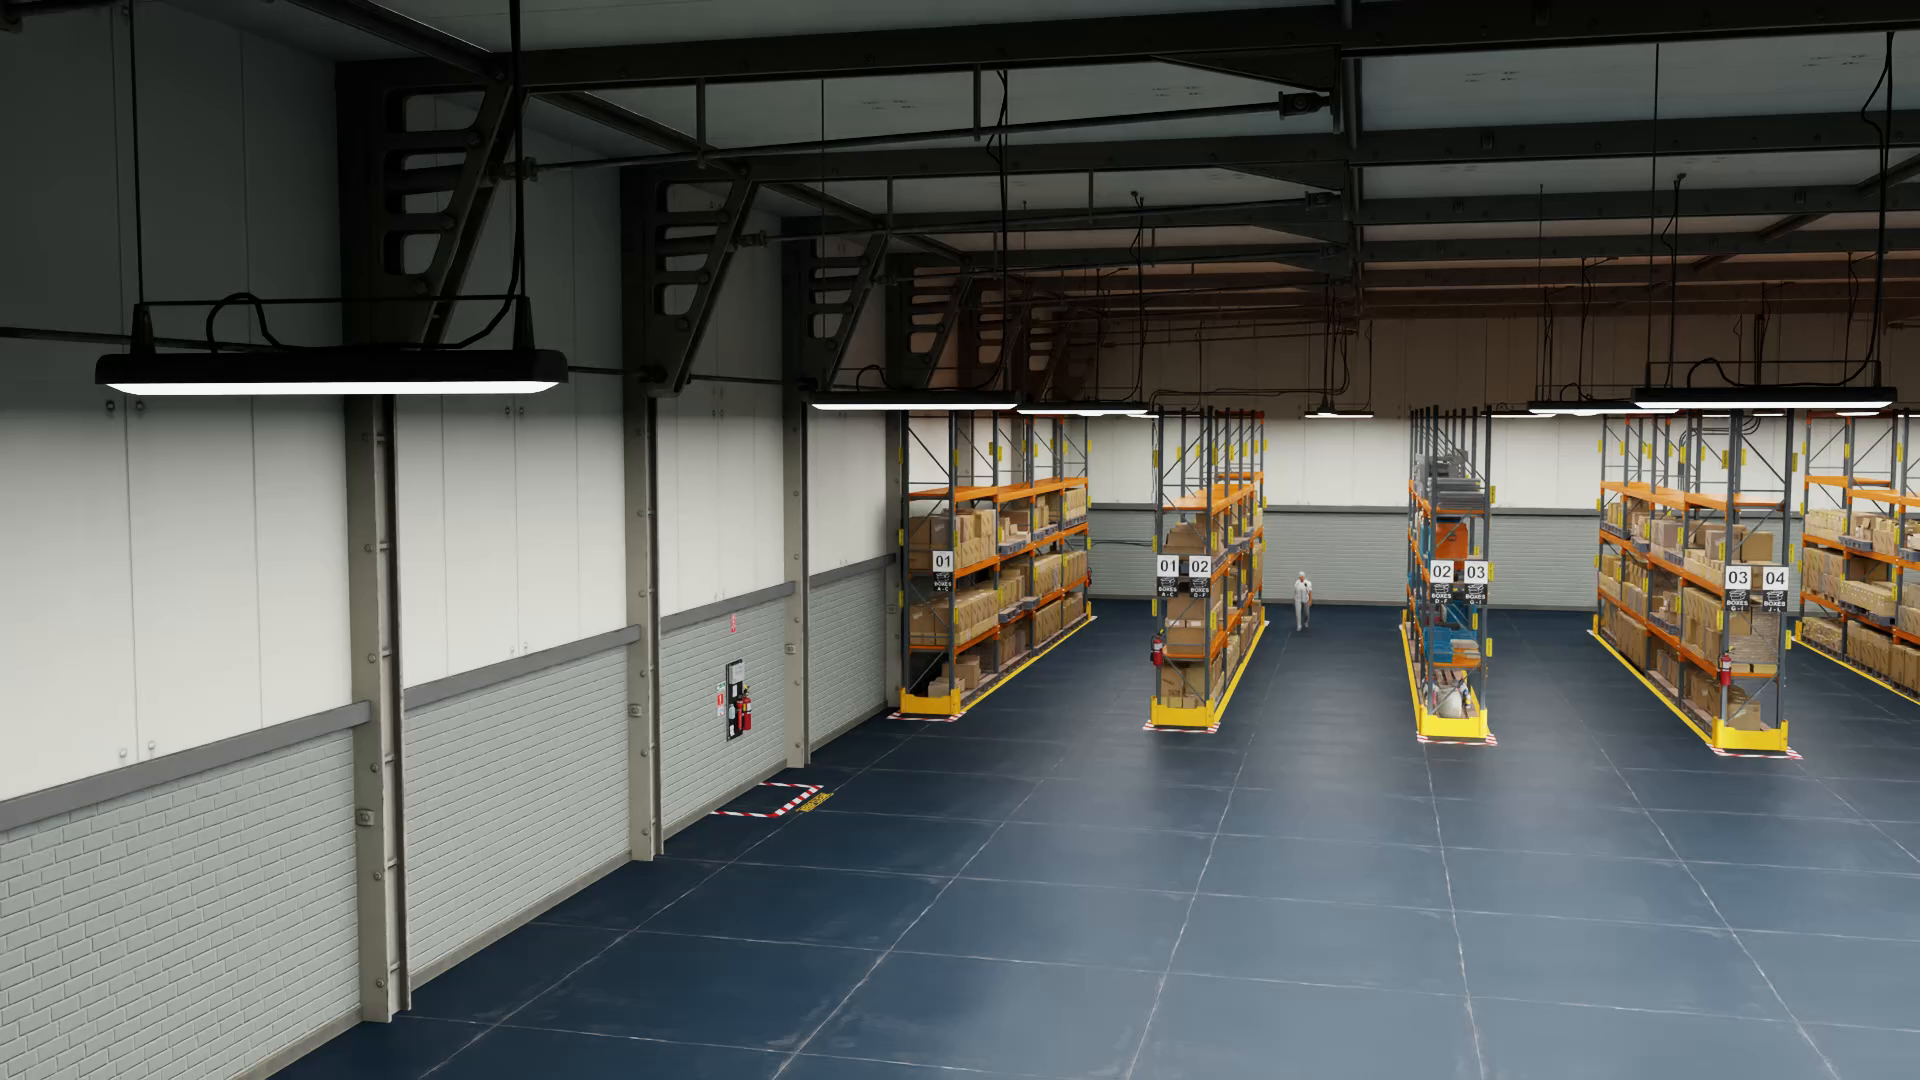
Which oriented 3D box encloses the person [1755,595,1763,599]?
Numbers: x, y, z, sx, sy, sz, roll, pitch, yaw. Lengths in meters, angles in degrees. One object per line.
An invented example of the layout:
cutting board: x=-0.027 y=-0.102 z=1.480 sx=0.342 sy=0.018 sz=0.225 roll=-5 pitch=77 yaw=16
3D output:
person: x=22.674 y=1.534 z=46.925 sx=0.940 sy=1.629 sz=0.457 roll=4 pitch=6 yaw=43

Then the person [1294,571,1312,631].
person: x=9.347 y=1.652 z=45.327 sx=0.495 sy=1.613 sz=0.857 roll=1 pitch=4 yaw=11

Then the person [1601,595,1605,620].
person: x=18.546 y=1.470 z=47.093 sx=0.988 sy=1.725 sz=0.593 roll=3 pitch=5 yaw=38
